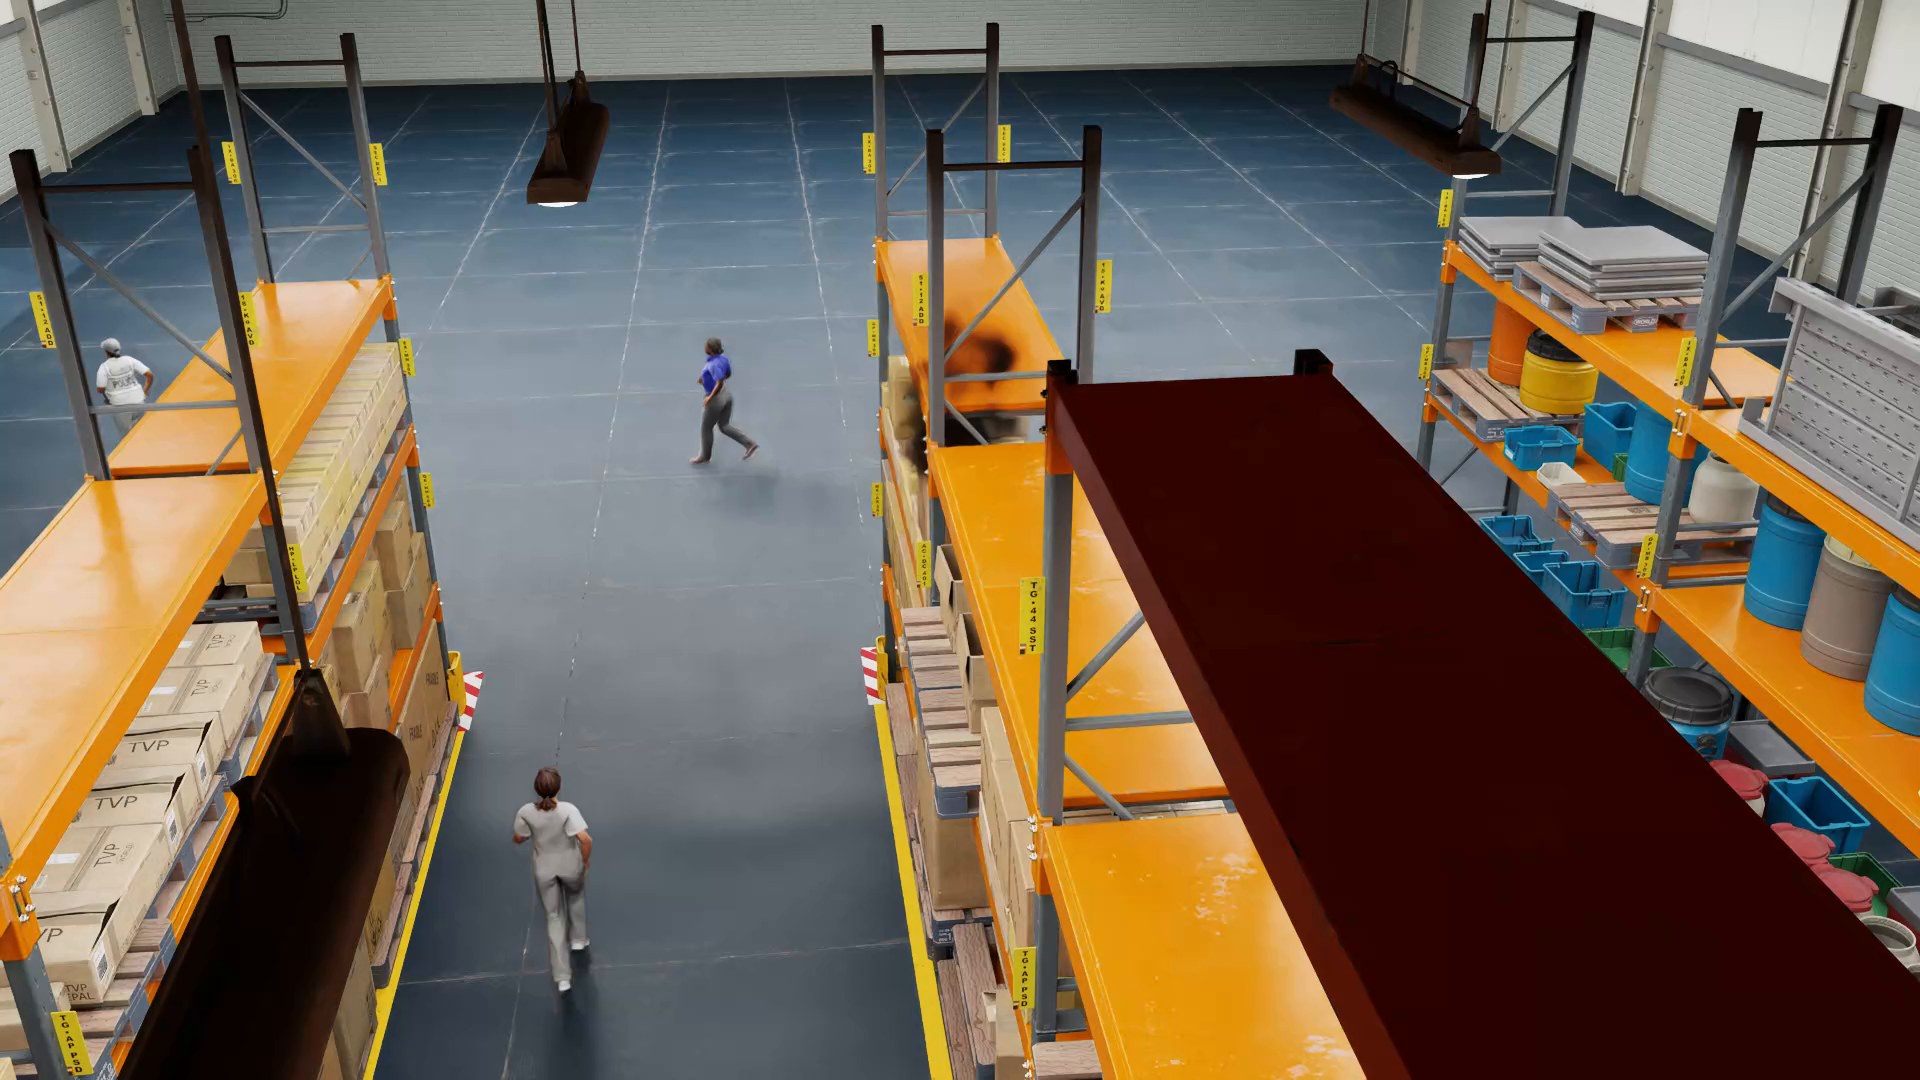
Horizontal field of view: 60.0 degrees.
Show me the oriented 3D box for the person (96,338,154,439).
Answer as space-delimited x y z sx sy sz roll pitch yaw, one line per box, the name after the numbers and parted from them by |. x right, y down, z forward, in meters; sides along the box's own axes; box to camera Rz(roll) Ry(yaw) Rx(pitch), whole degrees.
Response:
-10.060 -1.645 20.038 0.655 1.660 0.578 16 30 30 | person

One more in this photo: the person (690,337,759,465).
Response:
-2.896 -1.651 20.054 0.909 1.659 0.594 9 27 18 | person

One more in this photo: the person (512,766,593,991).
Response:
-2.816 2.359 11.630 0.554 1.716 0.777 -5 26 -10 | person
